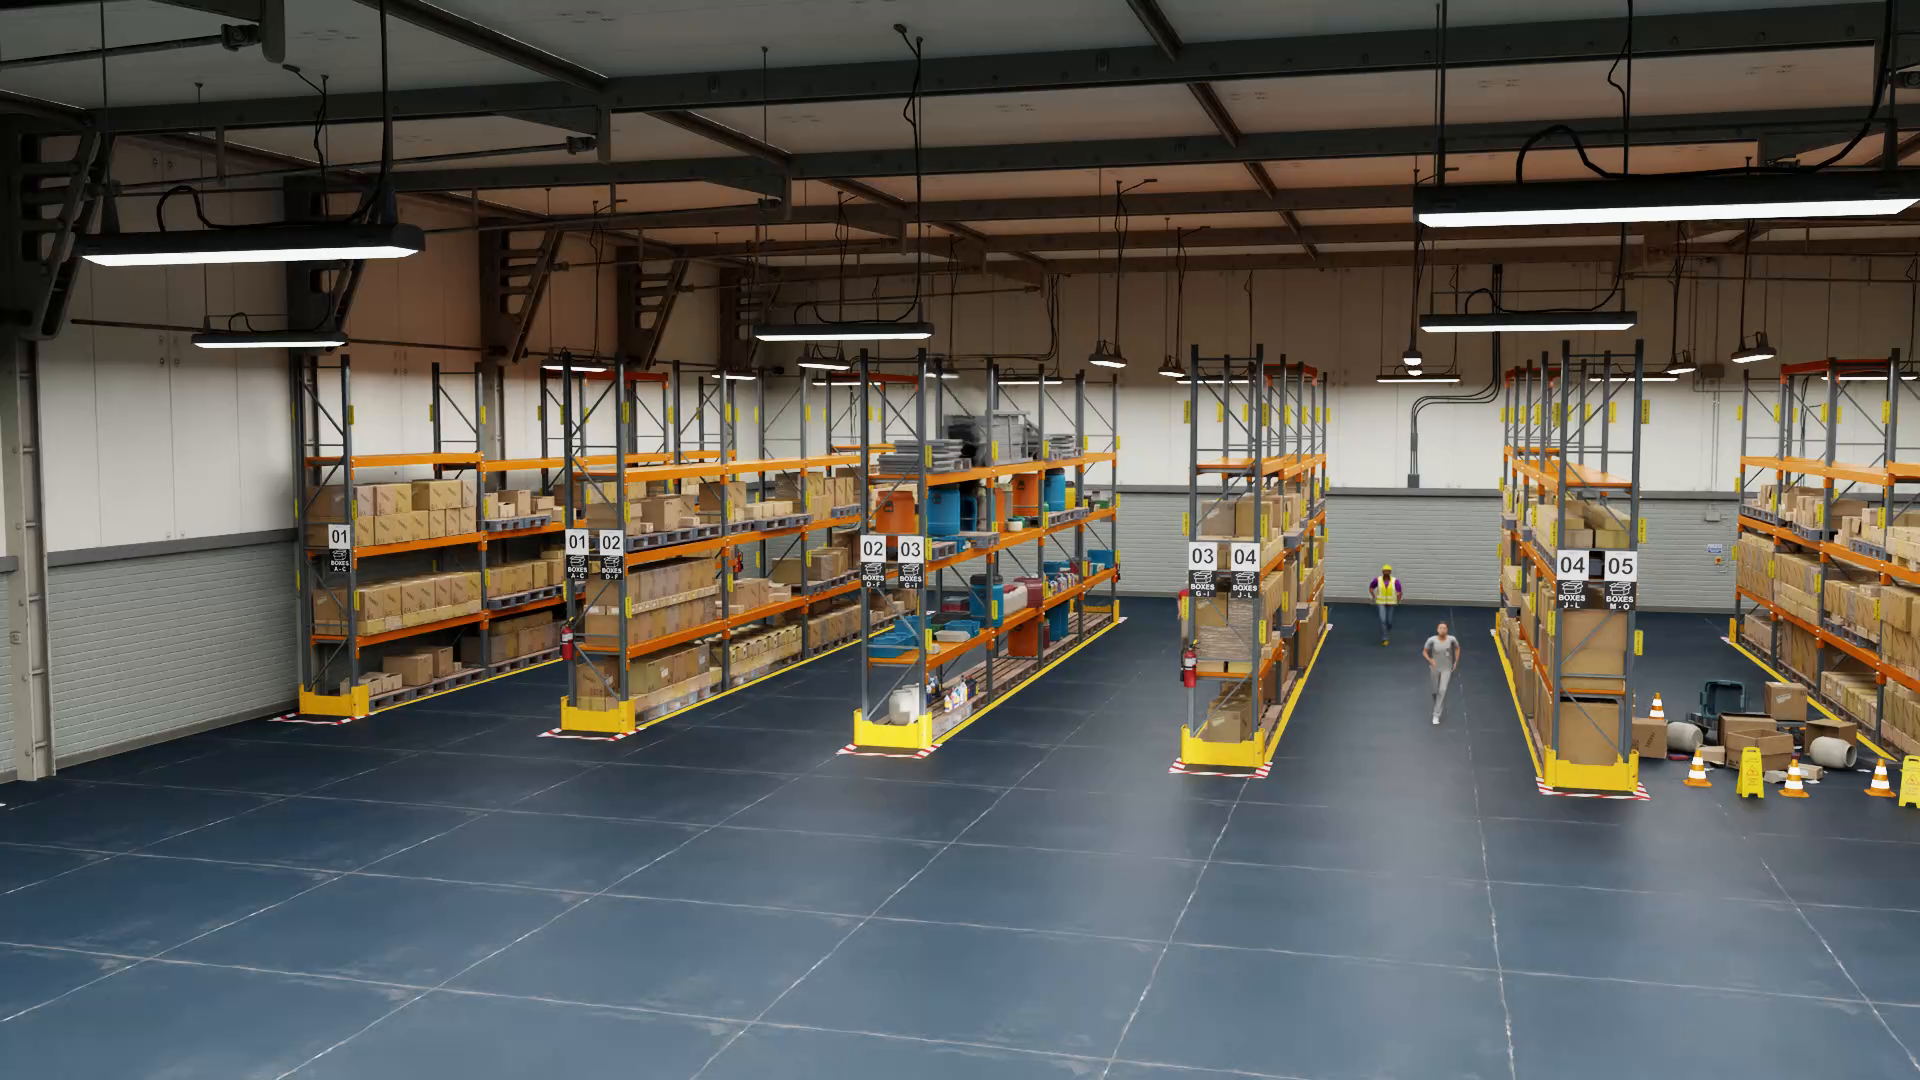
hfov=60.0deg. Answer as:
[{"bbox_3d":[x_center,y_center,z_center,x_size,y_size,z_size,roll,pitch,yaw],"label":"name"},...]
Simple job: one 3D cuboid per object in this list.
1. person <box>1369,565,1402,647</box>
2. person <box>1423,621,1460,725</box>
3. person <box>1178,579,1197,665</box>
[{"bbox_3d":[9.314,1.413,36.376,0.700,1.761,0.872,1,4,10],"label":"person"},{"bbox_3d":[7.891,2.139,27.277,0.588,1.660,0.928,1,4,16],"label":"person"},{"bbox_3d":[4.674,1.641,33.417,0.653,1.786,0.832,1,5,18],"label":"person"}]
